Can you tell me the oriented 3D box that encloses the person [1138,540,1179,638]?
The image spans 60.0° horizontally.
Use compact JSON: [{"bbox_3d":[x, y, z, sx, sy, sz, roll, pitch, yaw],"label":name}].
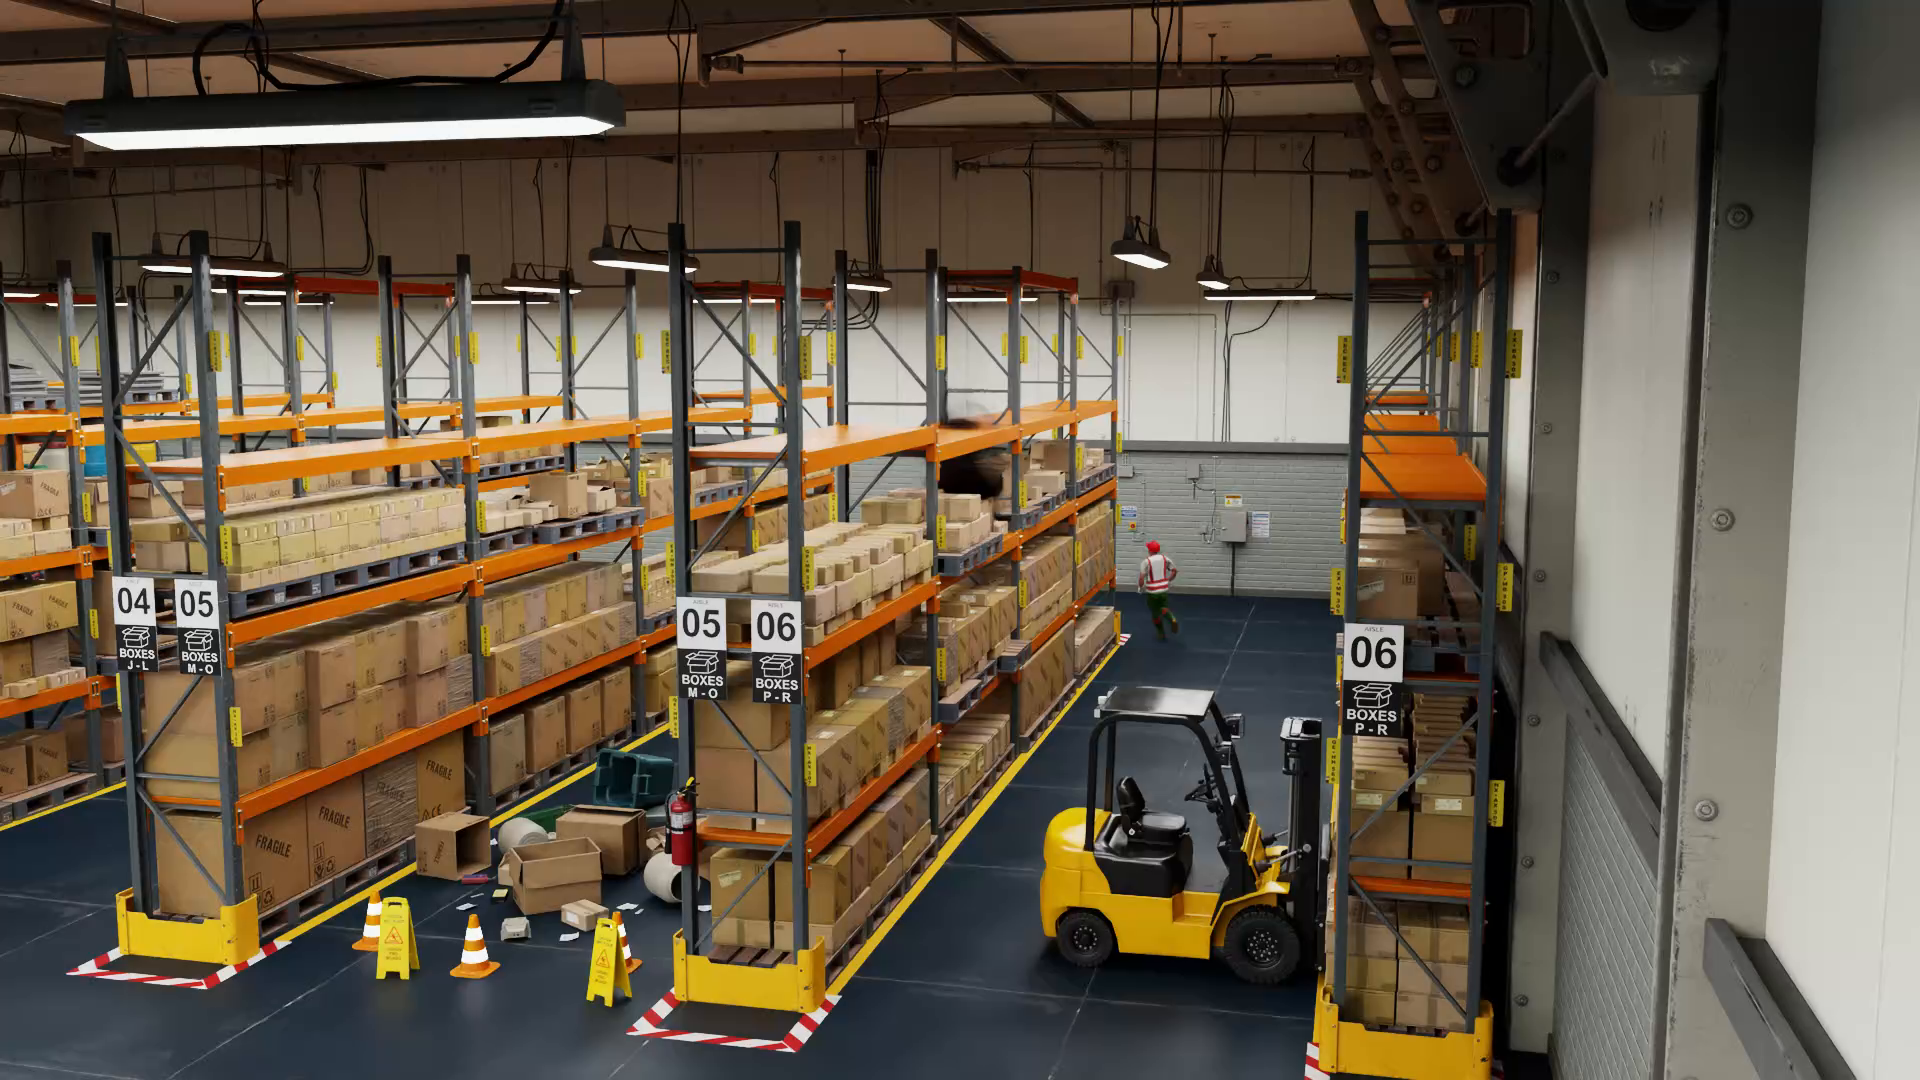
[{"bbox_3d":[3.343,0.852,28.417,0.705,1.716,0.701,-2,7,-19],"label":"person"}]
